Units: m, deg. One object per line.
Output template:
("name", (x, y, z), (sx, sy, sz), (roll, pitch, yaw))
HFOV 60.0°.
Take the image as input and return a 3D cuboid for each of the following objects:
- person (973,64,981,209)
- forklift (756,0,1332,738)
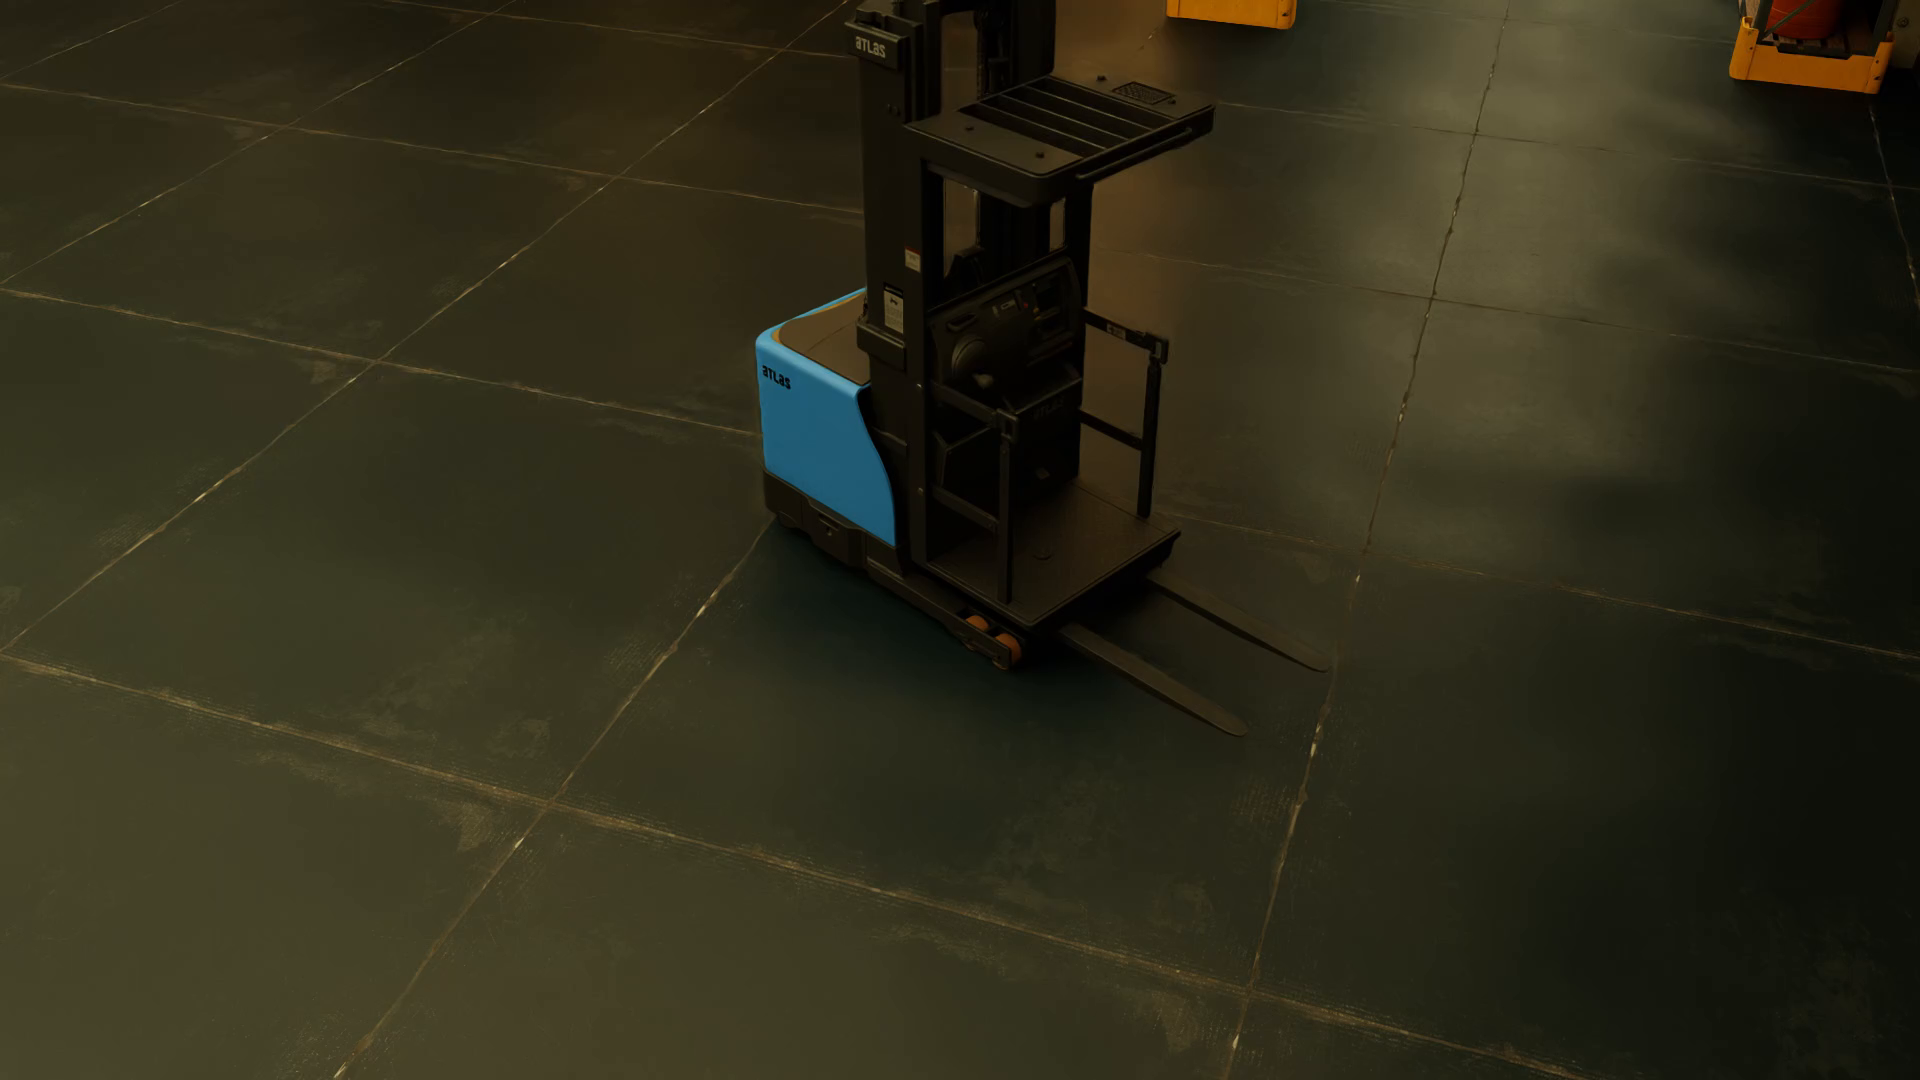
("person", (0.360, -2.055, 9.995), (0.573, 1.782, 0.647), (4, 36, 5))
("forklift", (0.366, -0.931, 7.423), (1.130, 2.935, 3.031), (-30, 45, -35))
